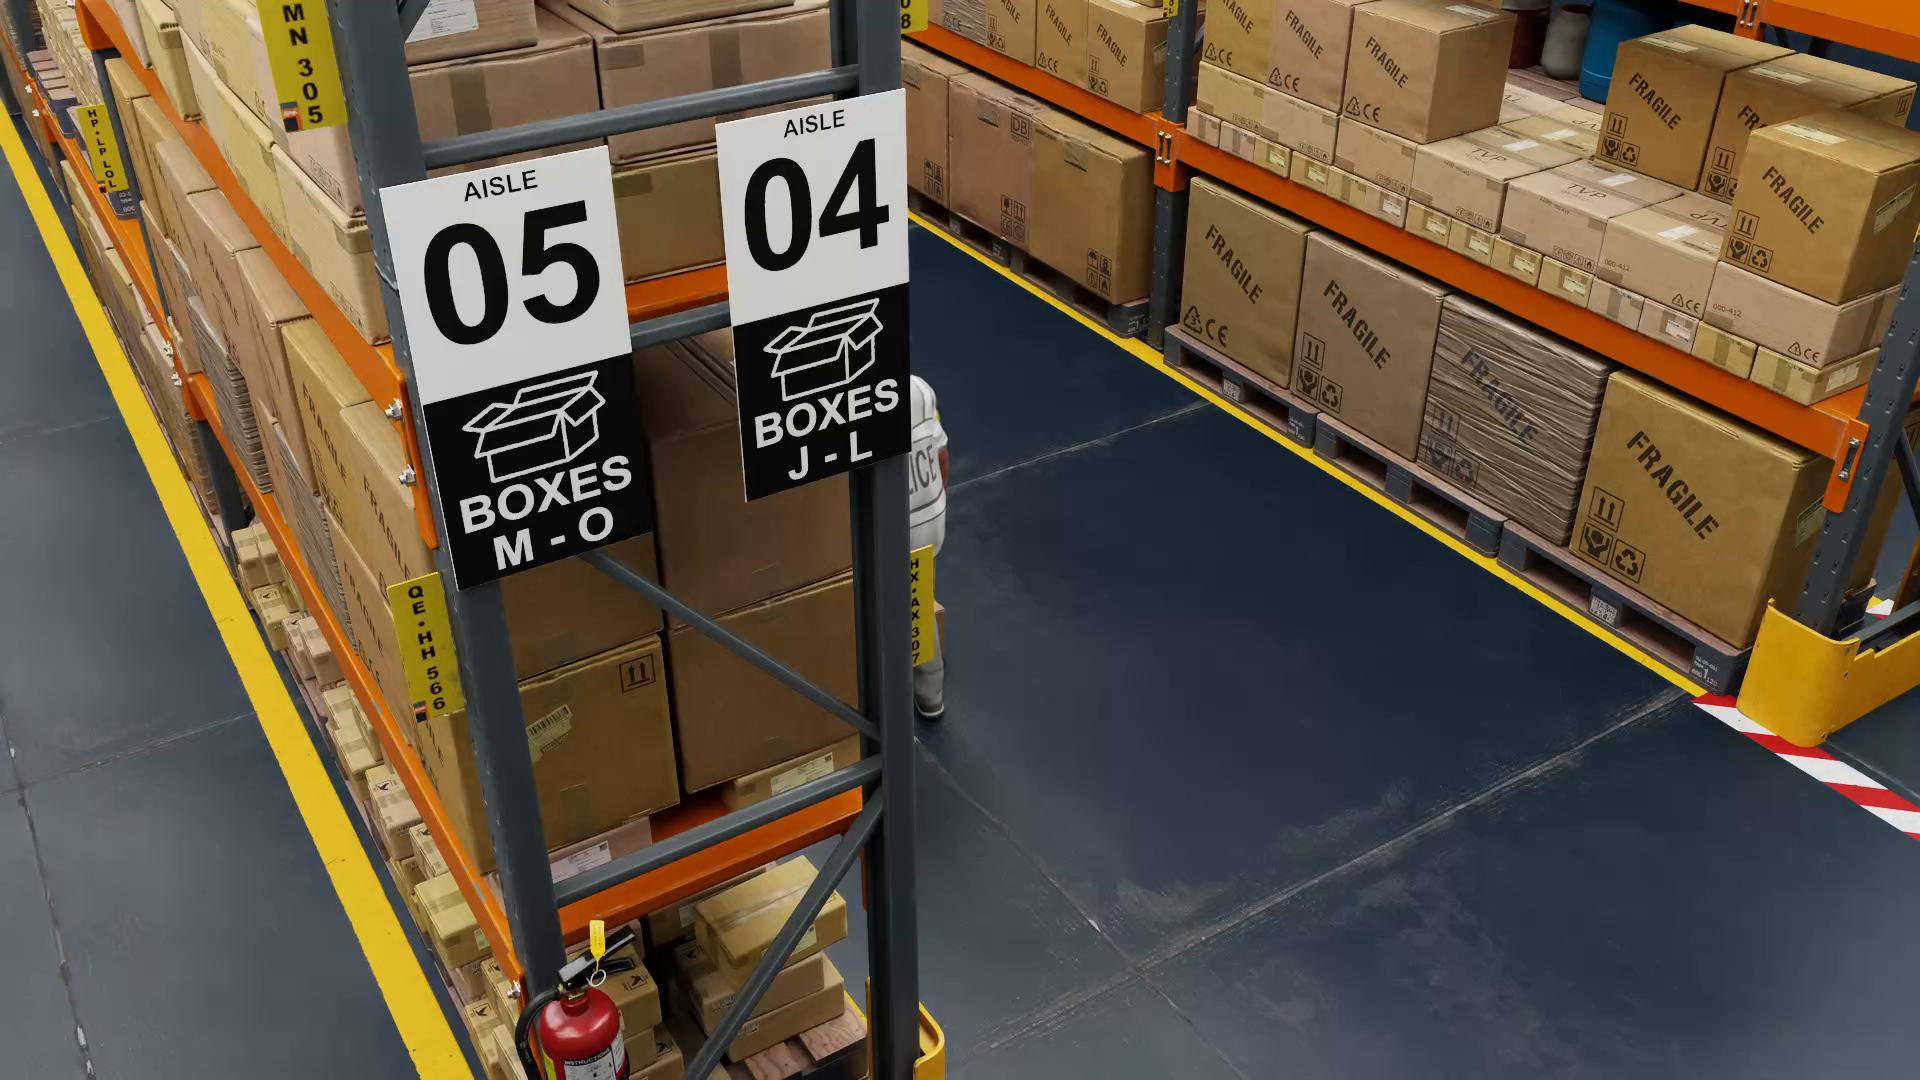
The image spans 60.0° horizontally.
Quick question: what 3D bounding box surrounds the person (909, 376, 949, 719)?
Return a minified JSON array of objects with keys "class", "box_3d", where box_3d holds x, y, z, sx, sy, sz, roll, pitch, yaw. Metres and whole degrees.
[{"class":"person","box_3d":[-0.291,-0.010,6.148,0.596,1.746,0.440,-22,38,-30]}]
